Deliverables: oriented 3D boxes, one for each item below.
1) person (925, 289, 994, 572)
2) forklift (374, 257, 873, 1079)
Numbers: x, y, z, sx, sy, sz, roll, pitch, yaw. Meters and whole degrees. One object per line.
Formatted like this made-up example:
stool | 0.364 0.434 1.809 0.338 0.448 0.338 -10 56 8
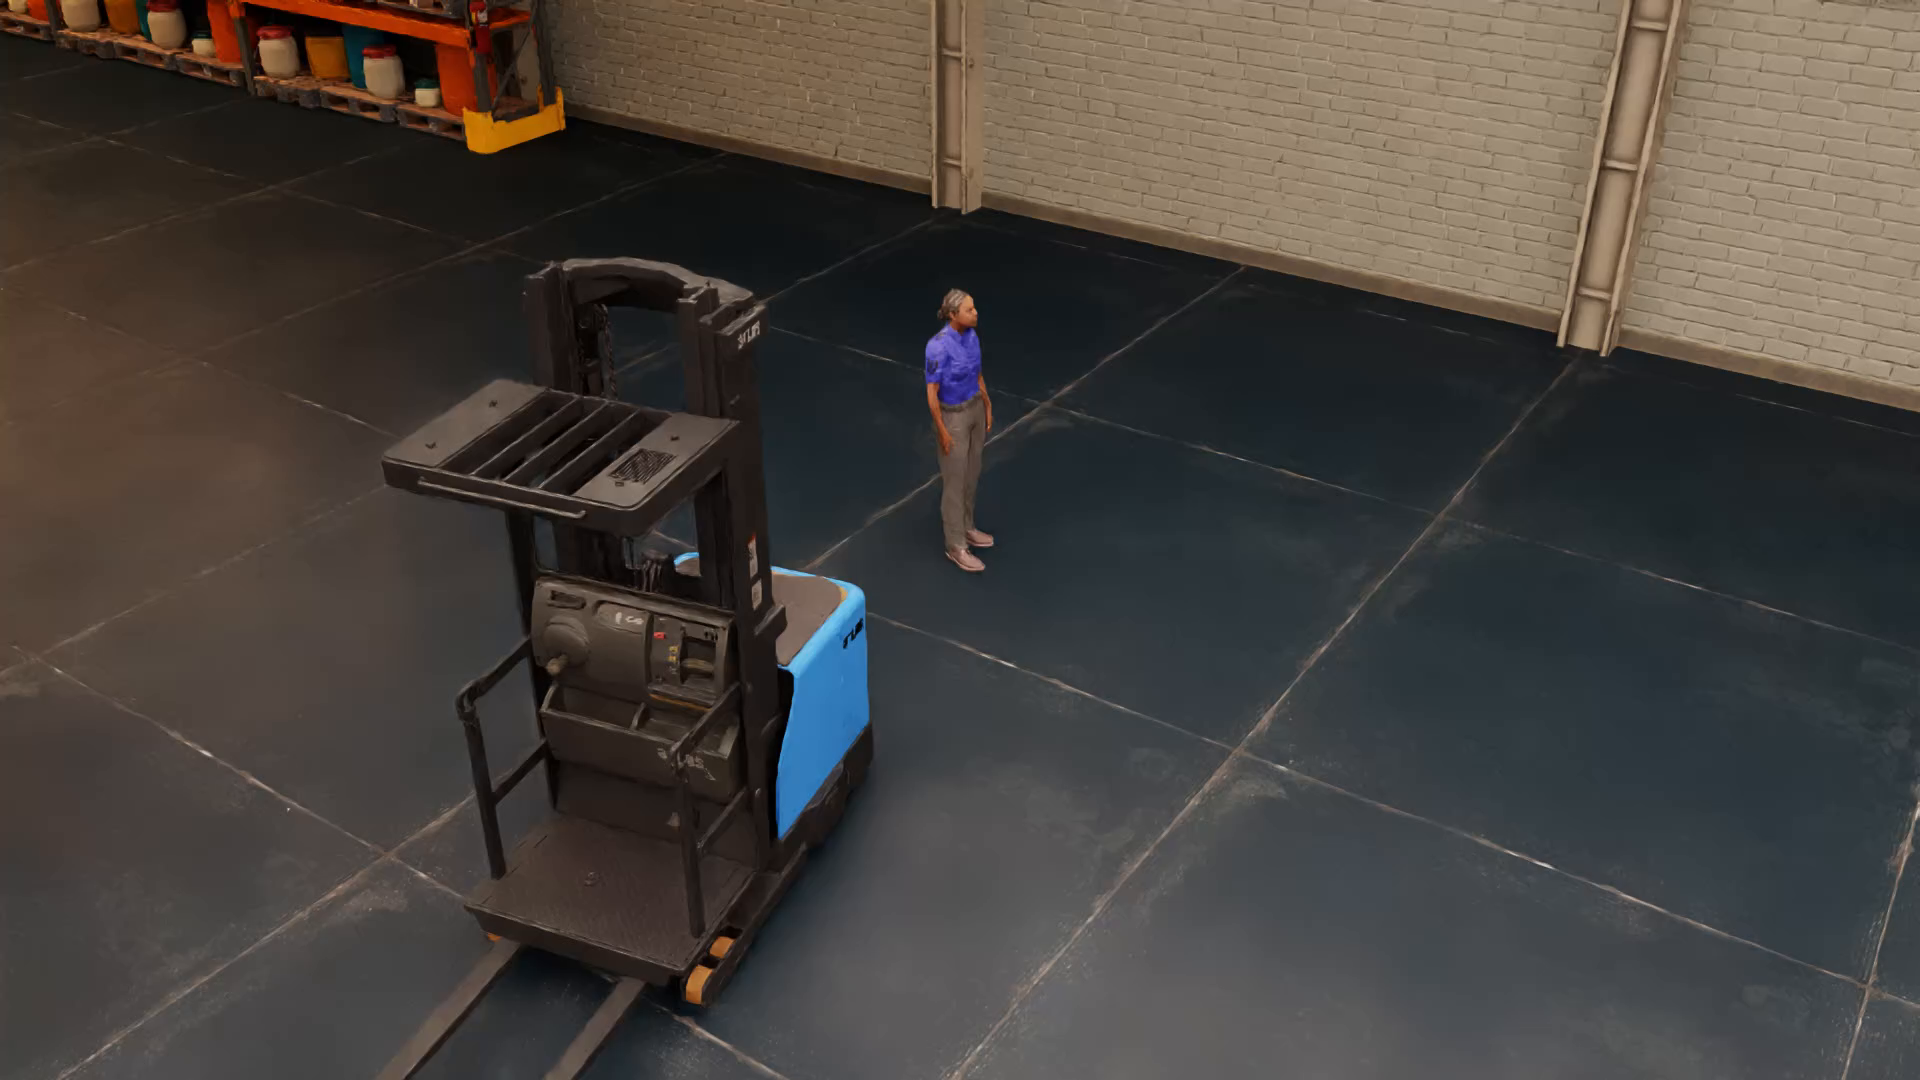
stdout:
person | 0.062 -0.689 10.025 0.503 1.654 0.570 19 35 29
forklift | -1.456 0.475 6.764 1.130 2.935 3.031 11 32 19
